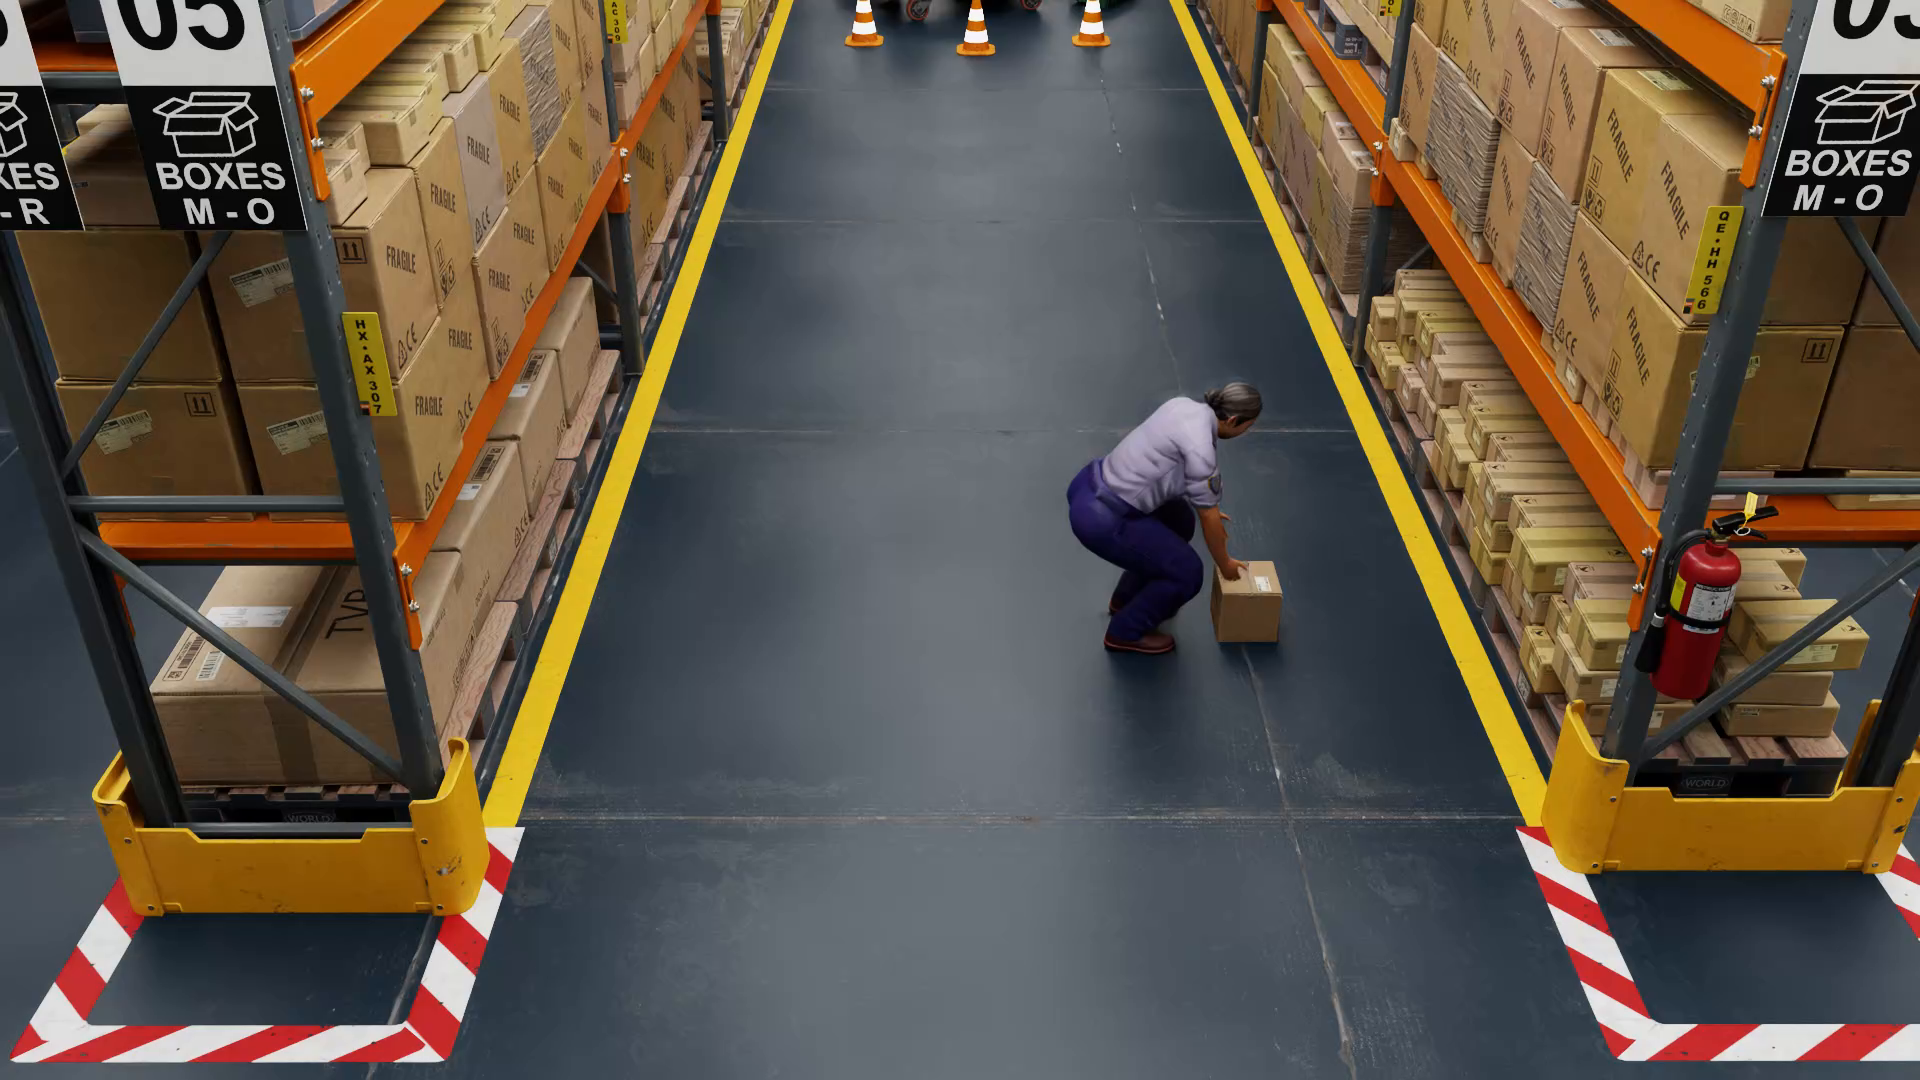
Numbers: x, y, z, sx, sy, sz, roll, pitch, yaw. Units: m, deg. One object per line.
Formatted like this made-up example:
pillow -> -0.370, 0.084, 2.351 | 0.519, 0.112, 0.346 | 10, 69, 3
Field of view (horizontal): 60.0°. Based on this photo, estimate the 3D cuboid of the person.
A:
person -> 0.818, -0.122, 6.835 | 0.762, 1.141, 0.539 | 0, 32, 0
